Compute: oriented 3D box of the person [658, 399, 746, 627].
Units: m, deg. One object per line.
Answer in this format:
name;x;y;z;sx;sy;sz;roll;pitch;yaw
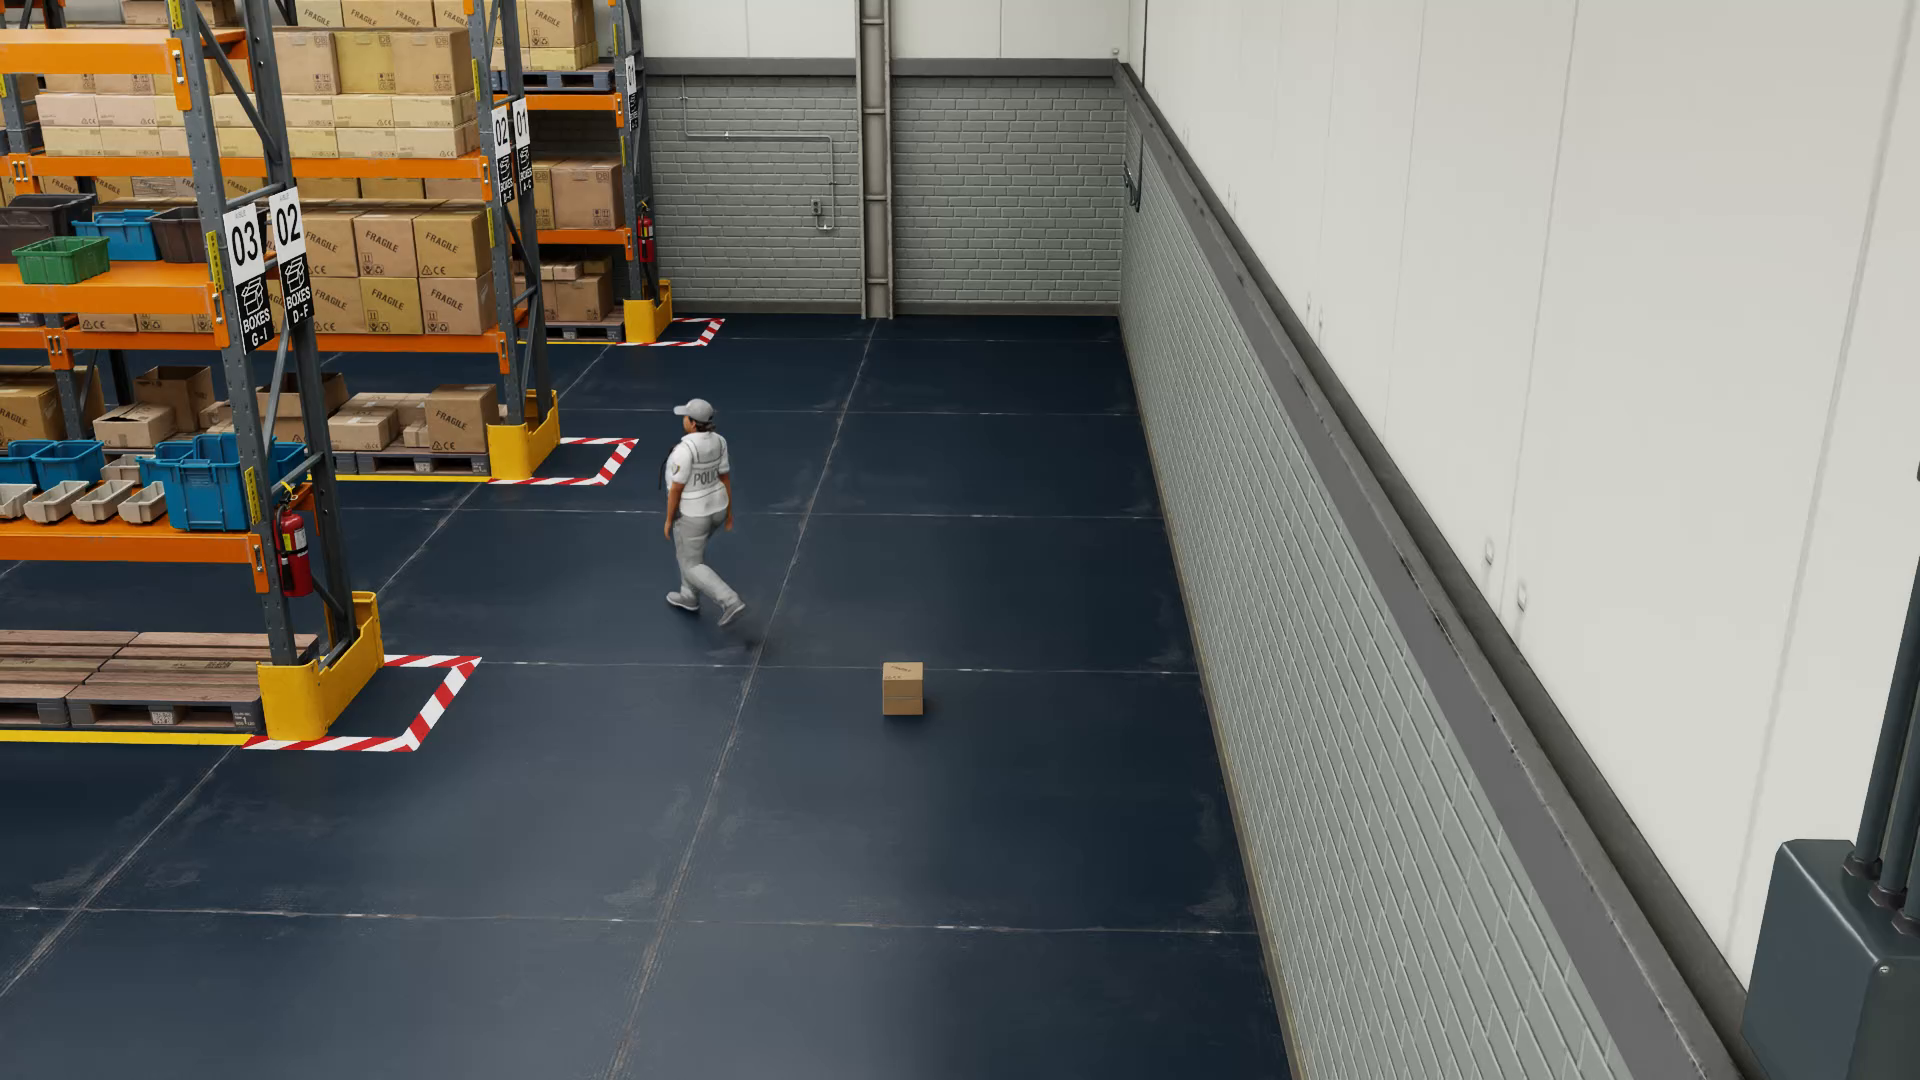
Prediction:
person;-1.809;-0.193;11.571;0.906;1.615;0.491;13;24;30
